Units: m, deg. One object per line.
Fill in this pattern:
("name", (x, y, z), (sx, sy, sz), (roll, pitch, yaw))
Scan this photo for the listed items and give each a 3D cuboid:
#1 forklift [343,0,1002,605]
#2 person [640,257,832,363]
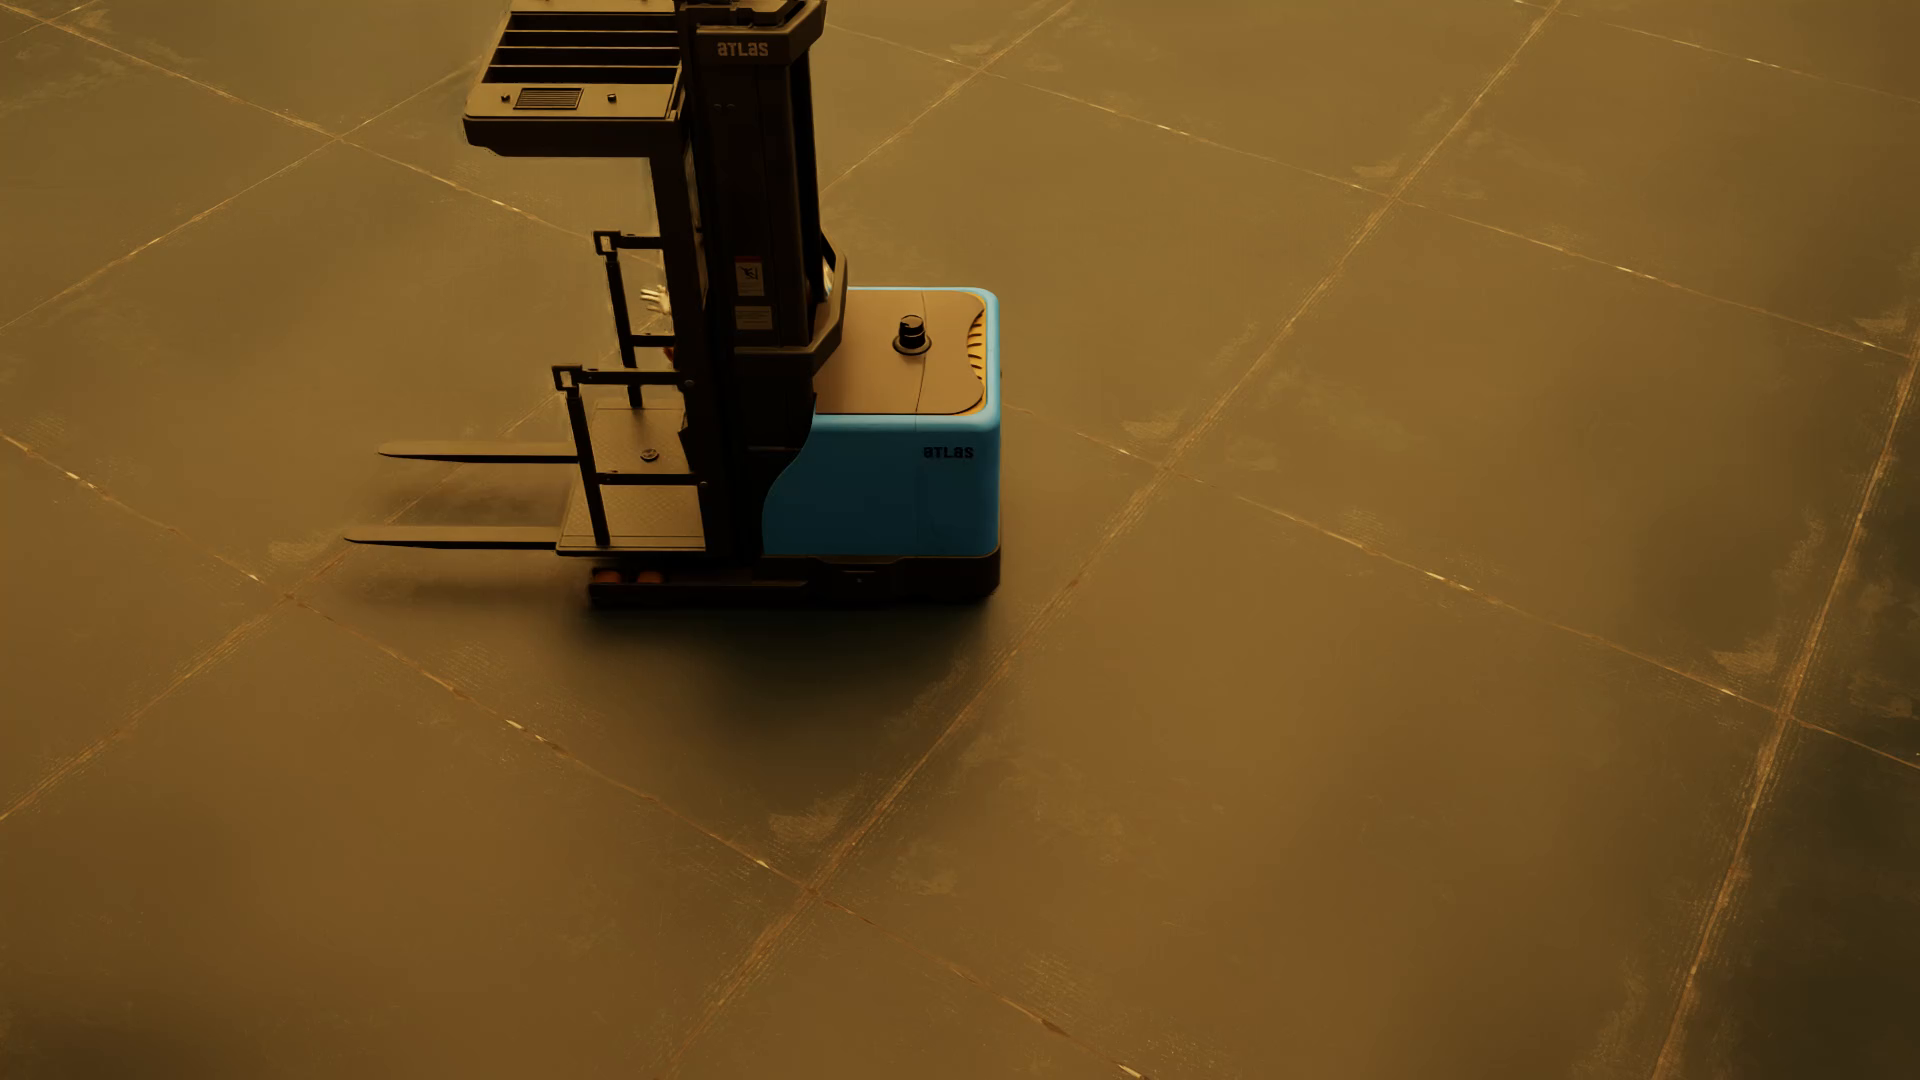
("forklift", (-1.326, -1.127, 7.037), (3.031, 2.935, 1.130), (0, 43, 0))
("person", (-1.073, -0.996, 7.879), (1.172, 1.354, 1.036), (11, 45, 11))
